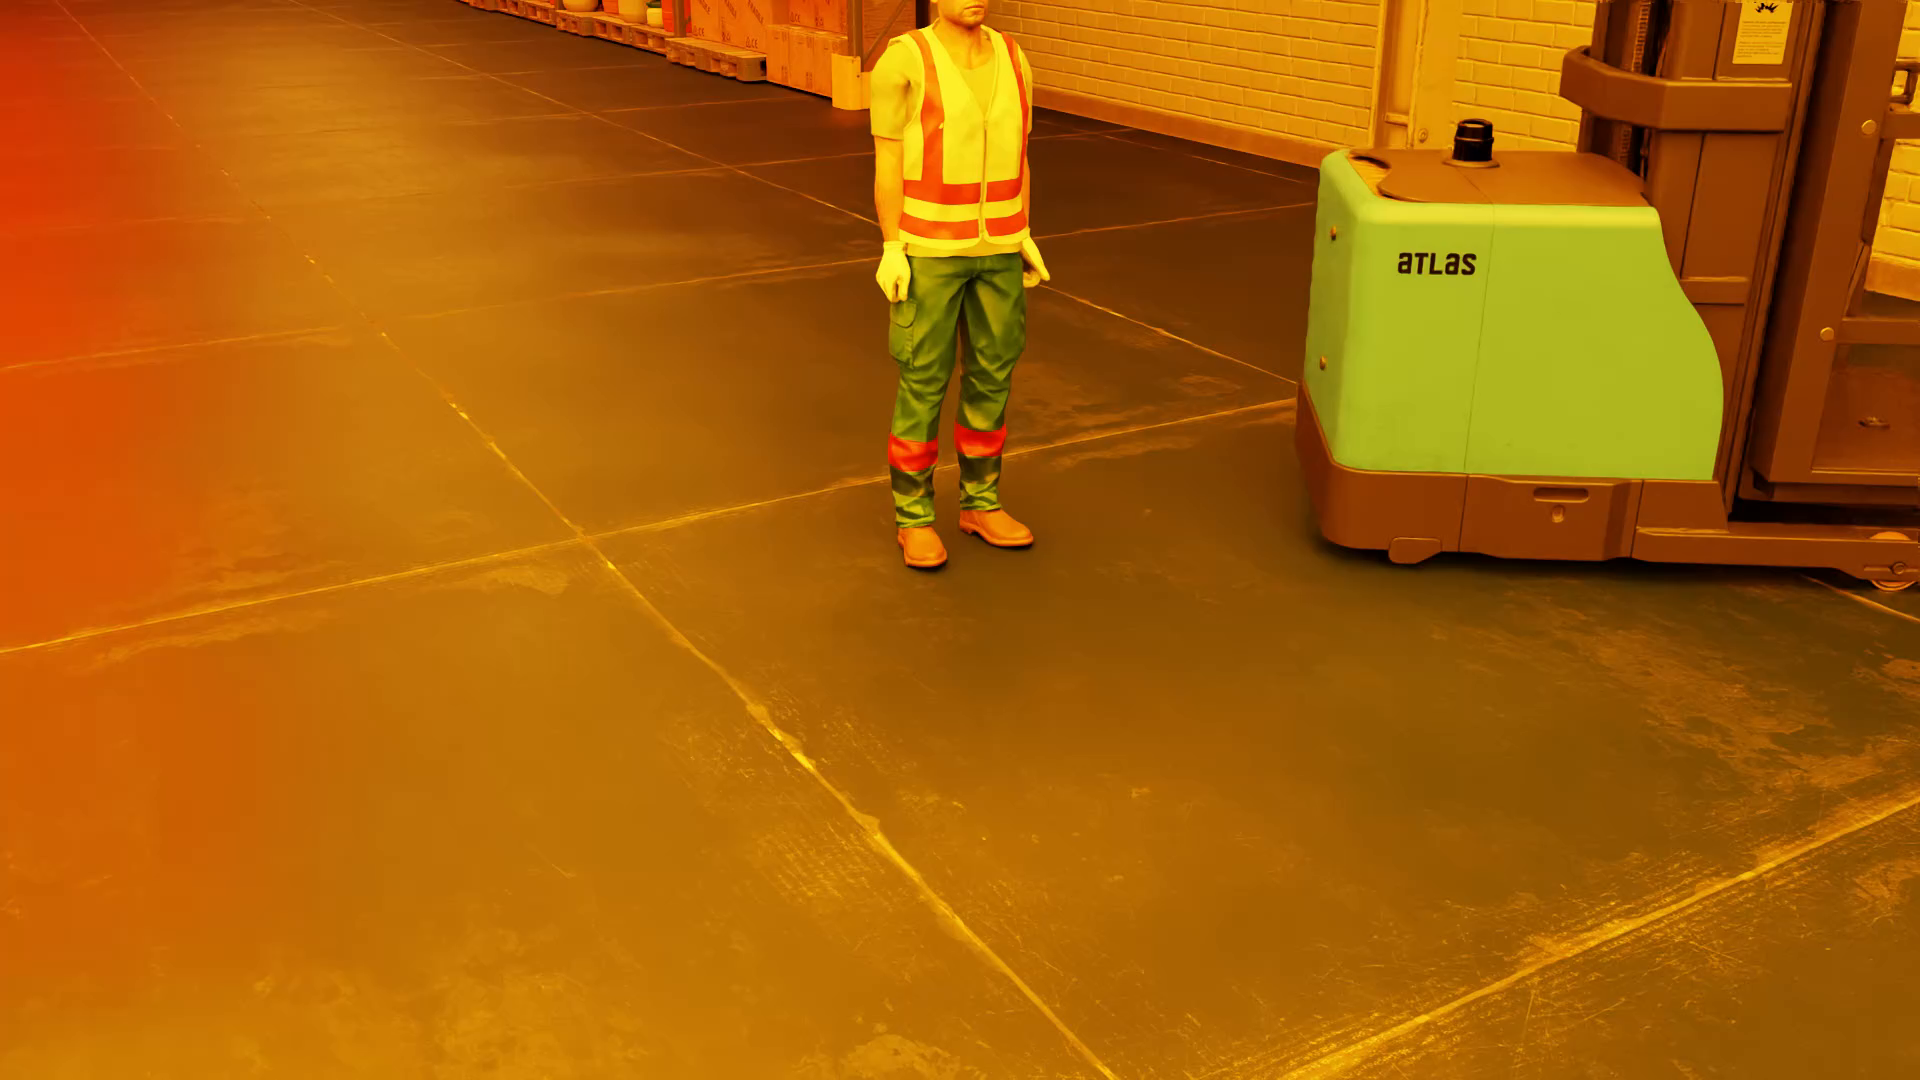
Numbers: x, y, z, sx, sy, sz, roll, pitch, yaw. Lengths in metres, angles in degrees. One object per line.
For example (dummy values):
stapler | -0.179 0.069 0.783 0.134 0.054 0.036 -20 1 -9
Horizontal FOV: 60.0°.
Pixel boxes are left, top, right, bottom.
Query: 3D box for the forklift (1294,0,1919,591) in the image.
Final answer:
forklift | 2.631 -1.415 4.722 3.031 2.935 1.130 2 22 4

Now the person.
person | 0.015 -0.826 4.791 0.536 1.795 0.369 -12 25 -28
